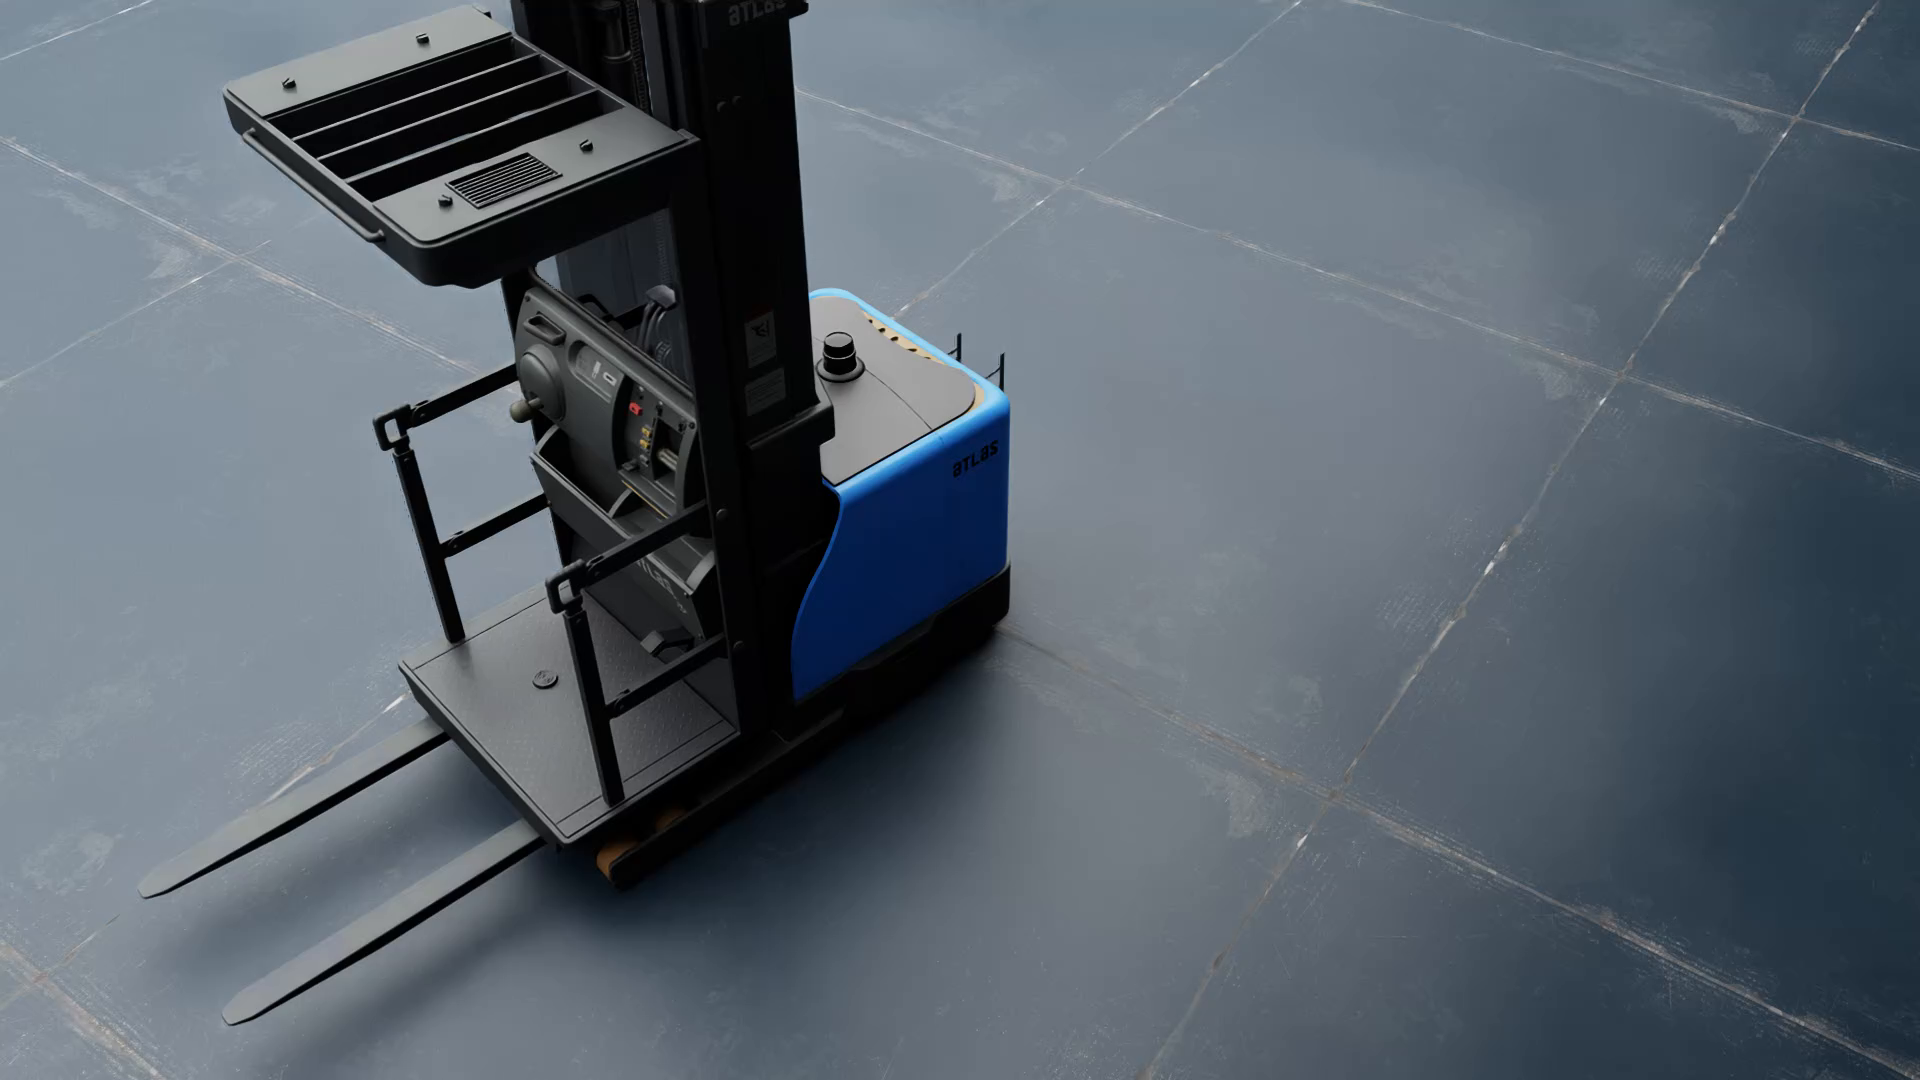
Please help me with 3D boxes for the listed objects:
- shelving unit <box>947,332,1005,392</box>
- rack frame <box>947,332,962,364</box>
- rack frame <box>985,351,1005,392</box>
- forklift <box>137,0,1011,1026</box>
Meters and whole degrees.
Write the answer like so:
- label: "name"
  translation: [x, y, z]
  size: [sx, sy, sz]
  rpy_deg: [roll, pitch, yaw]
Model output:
- label: "shelving unit"
  translation: [0.010, -0.345, 6.460]
  size: [0.210, 0.900, 0.258]
  rpy_deg: [28, 49, 27]
- label: "rack frame"
  translation: [-0.070, -0.387, 6.507]
  size: [0.006, 0.900, 0.240]
  rpy_deg: [28, 49, 27]
- label: "rack frame"
  translation: [0.090, -0.303, 6.414]
  size: [0.006, 0.900, 0.240]
  rpy_deg: [28, 49, 27]
- label: "forklift"
  translation: [-1.237, -0.359, 4.953]
  size: [3.031, 2.935, 1.130]
  rpy_deg: [-32, 51, -30]
